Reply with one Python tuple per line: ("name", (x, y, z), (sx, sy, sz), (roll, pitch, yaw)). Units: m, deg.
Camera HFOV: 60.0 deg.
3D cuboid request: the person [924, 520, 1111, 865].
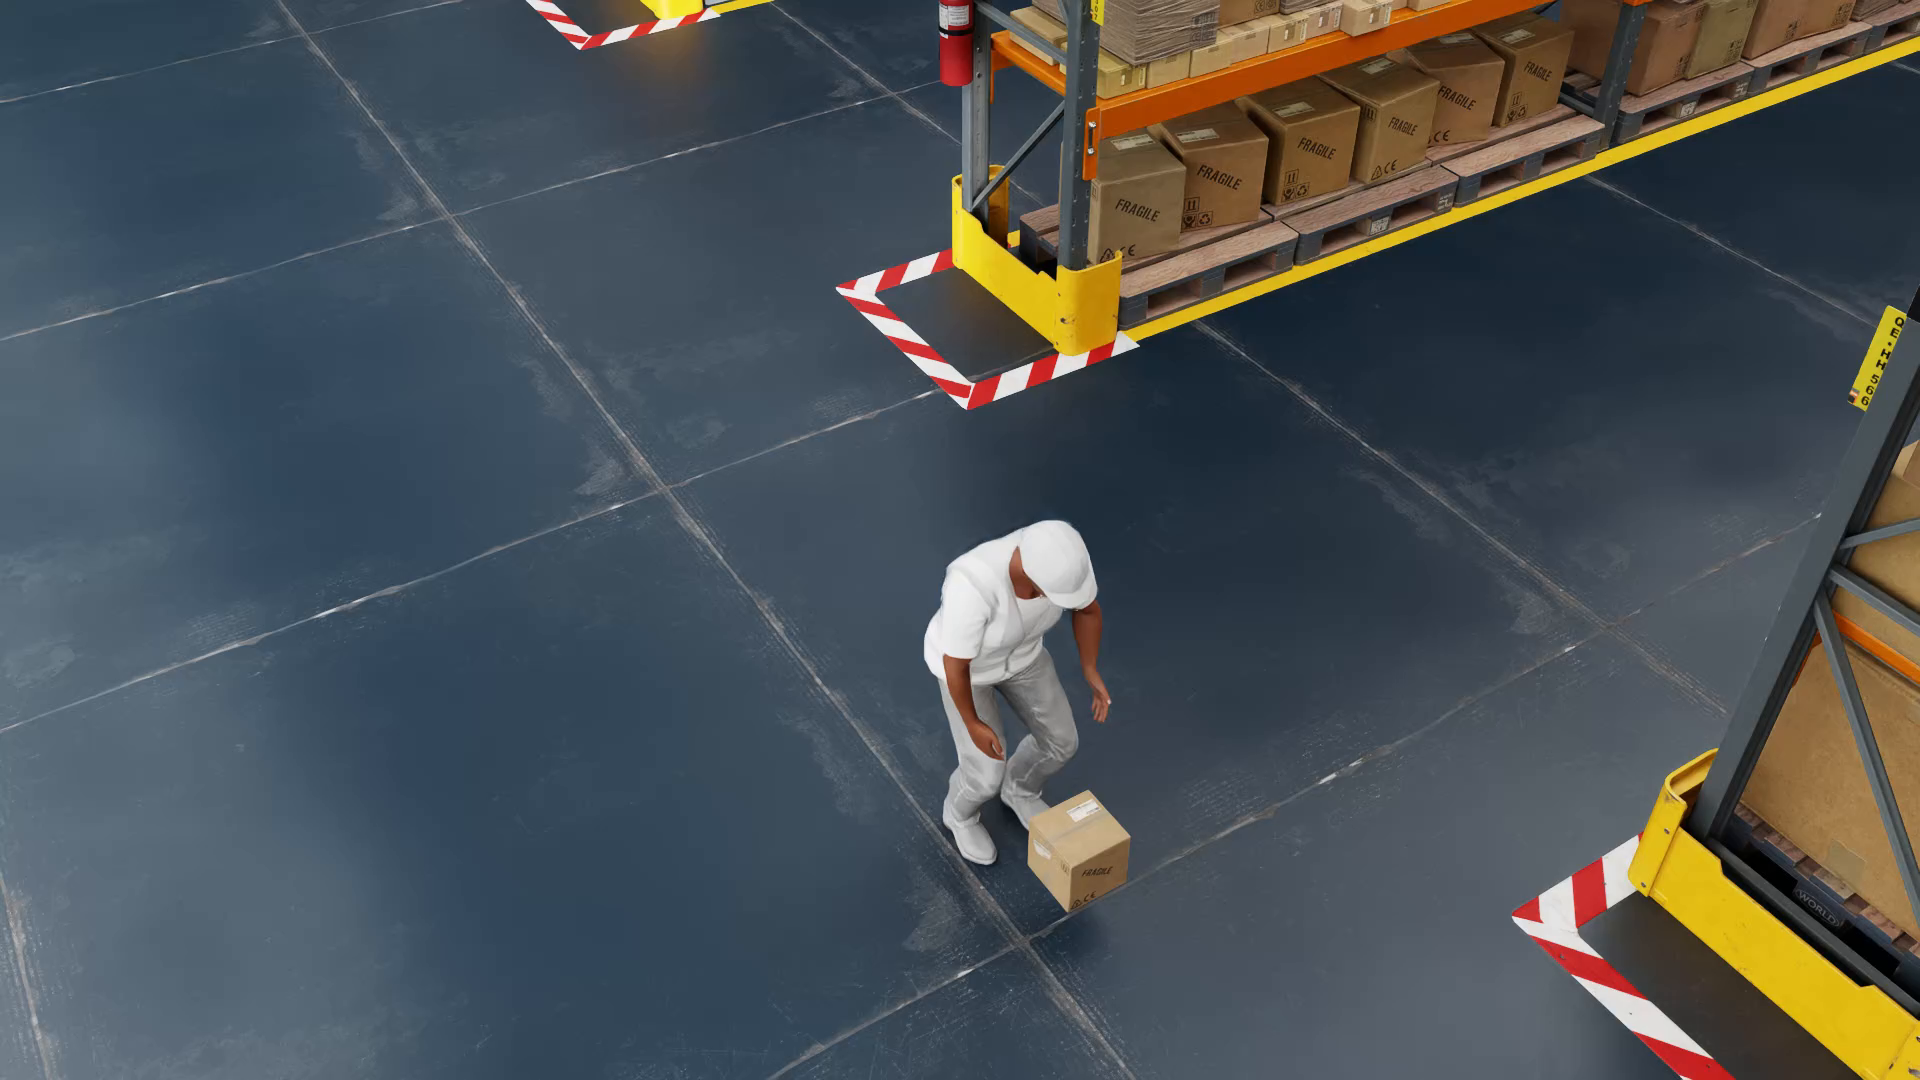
("person", (0.195, 0.465, 5.732), (0.620, 1.591, 0.622), (-22, 45, -24))
